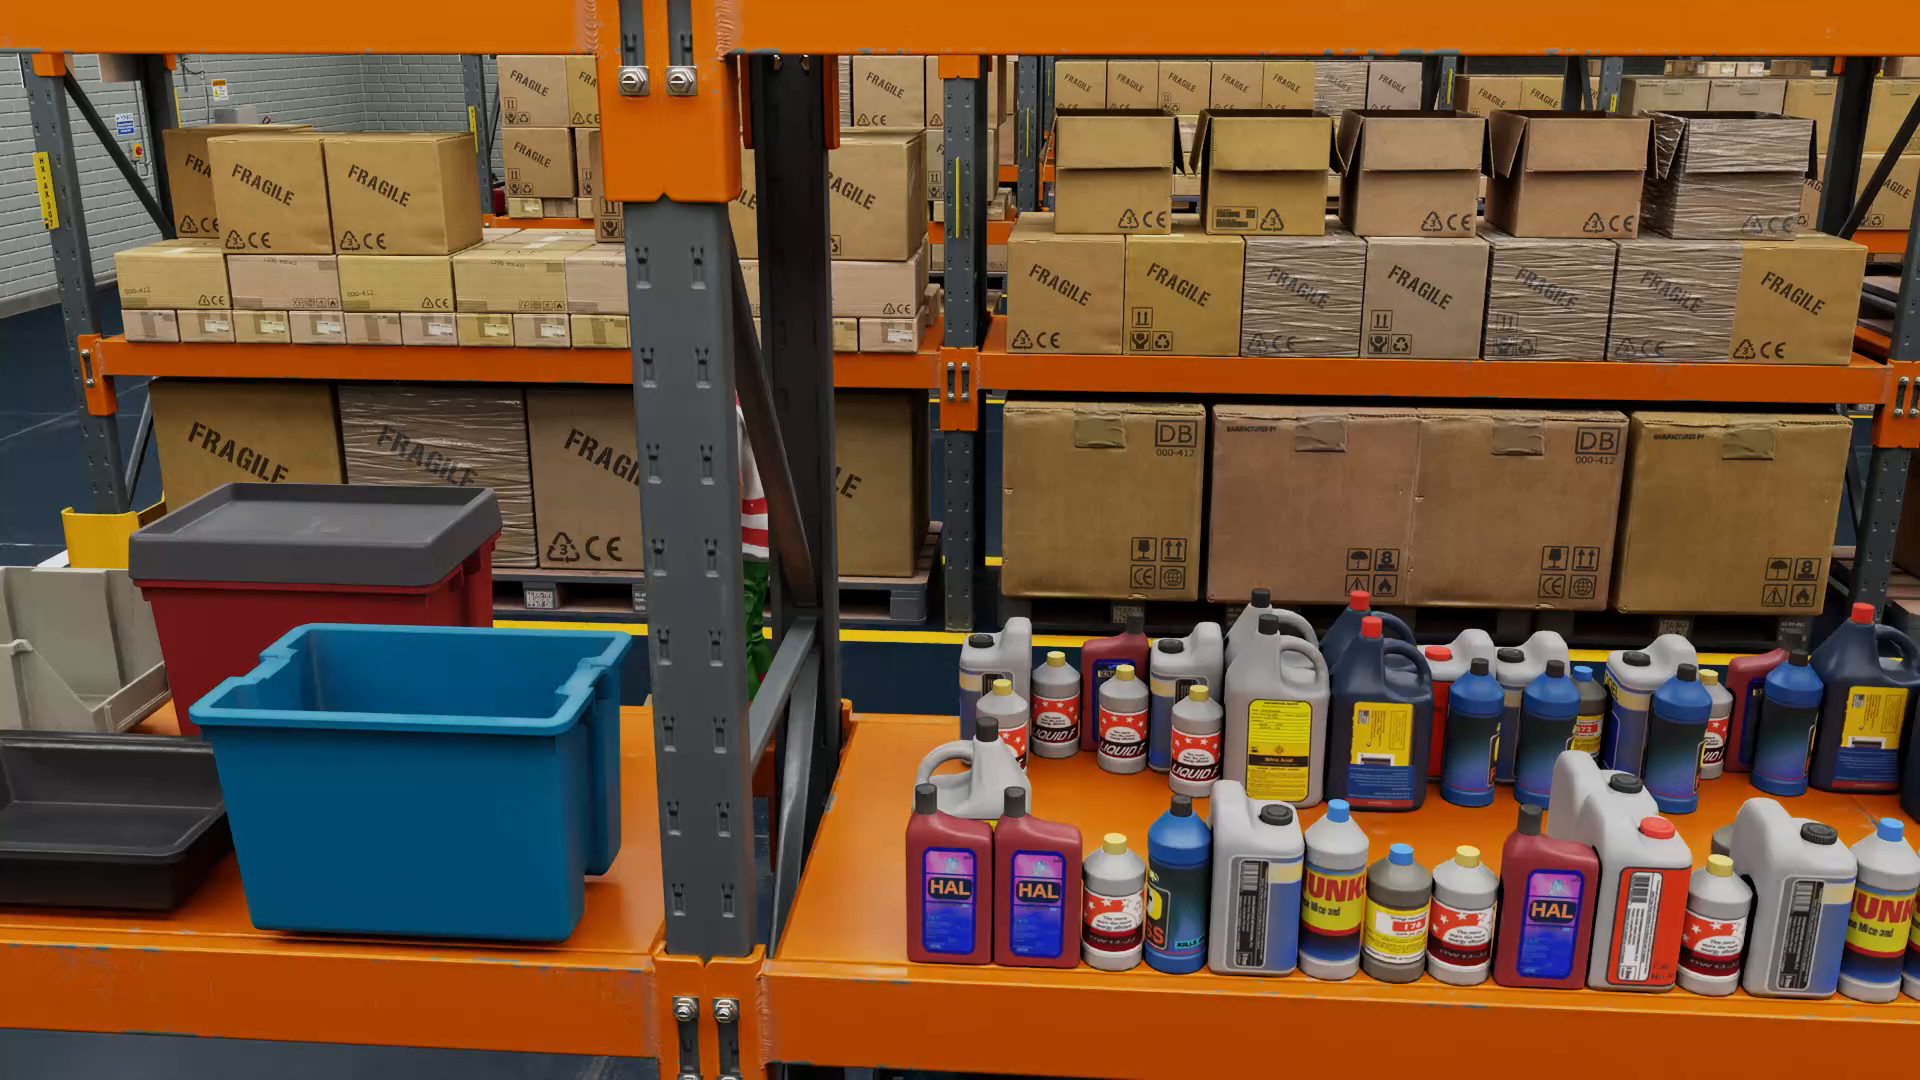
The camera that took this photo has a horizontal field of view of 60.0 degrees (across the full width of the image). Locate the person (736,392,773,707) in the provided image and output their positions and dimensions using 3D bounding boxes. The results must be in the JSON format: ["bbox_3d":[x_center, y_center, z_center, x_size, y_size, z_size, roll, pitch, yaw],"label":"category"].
[{"bbox_3d":[-0.833,0.018,5.970,0.455,1.776,0.611,1,17,4],"label":"person"}]
